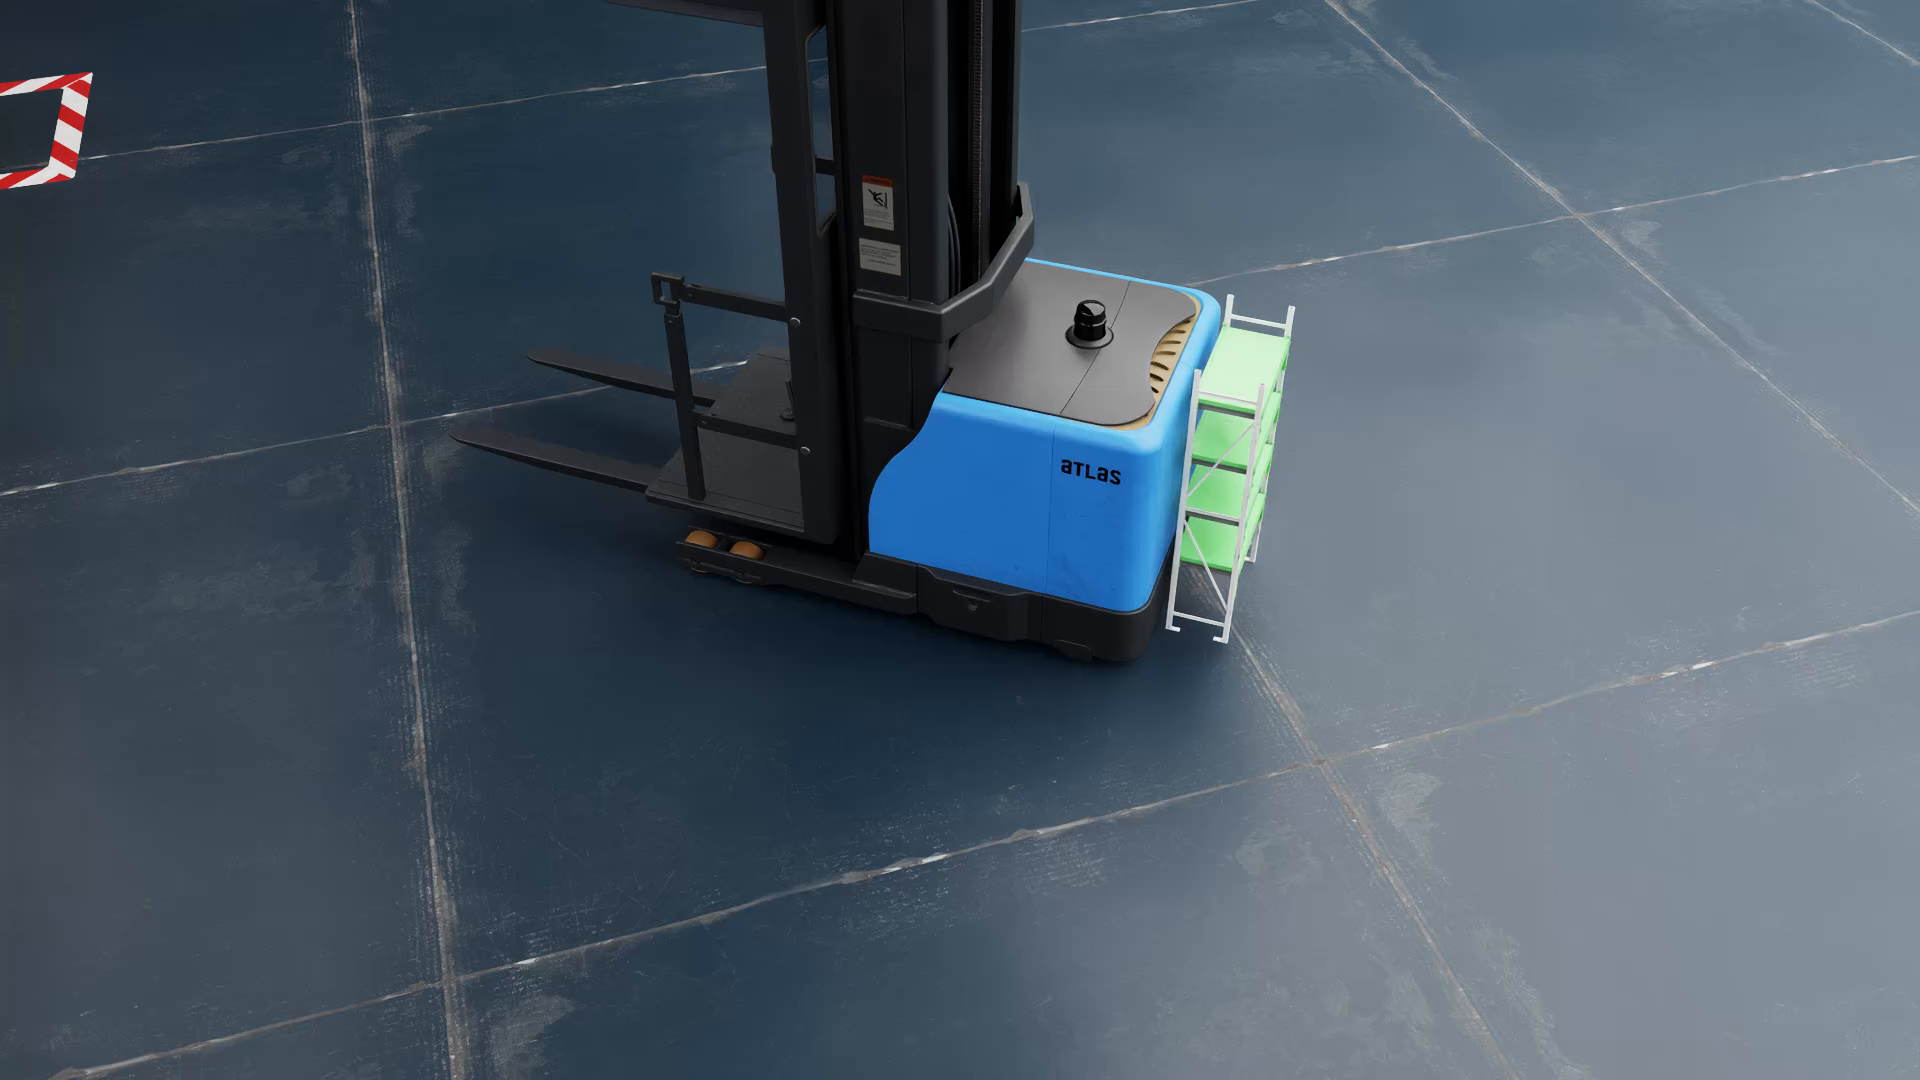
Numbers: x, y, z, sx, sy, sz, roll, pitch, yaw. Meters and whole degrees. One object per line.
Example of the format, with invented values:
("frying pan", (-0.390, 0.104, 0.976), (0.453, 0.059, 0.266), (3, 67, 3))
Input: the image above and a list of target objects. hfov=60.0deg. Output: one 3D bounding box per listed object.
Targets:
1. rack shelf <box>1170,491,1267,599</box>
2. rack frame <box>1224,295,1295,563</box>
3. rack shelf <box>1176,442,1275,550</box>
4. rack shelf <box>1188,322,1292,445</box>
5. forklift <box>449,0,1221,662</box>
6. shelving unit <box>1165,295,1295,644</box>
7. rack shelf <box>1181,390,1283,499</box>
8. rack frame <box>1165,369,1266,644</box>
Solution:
("rack shelf", (0.984, -0.012, 6.314), (0.258, 0.148, 0.480), (13, 43, 15))
("rack frame", (1.066, -0.392, 6.287), (0.240, 1.200, 0.015), (13, 43, 15))
("rack shelf", (0.984, -0.193, 6.156), (0.258, 0.148, 0.480), (13, 43, 15))
("rack shelf", (0.984, -0.555, 5.840), (0.258, 0.148, 0.480), (13, 43, 15))
("forklift", (-0.592, -1.244, 5.946), (3.031, 2.935, 1.130), (13, 43, 15))
("shelving unit", (0.984, -0.241, 6.114), (0.258, 1.200, 0.503), (13, 43, 15))
("rack shelf", (0.984, -0.374, 5.998), (0.258, 0.148, 0.480), (13, 43, 15))
("rack frame", (0.901, -0.090, 5.941), (0.240, 1.200, 0.015), (13, 43, 15))
